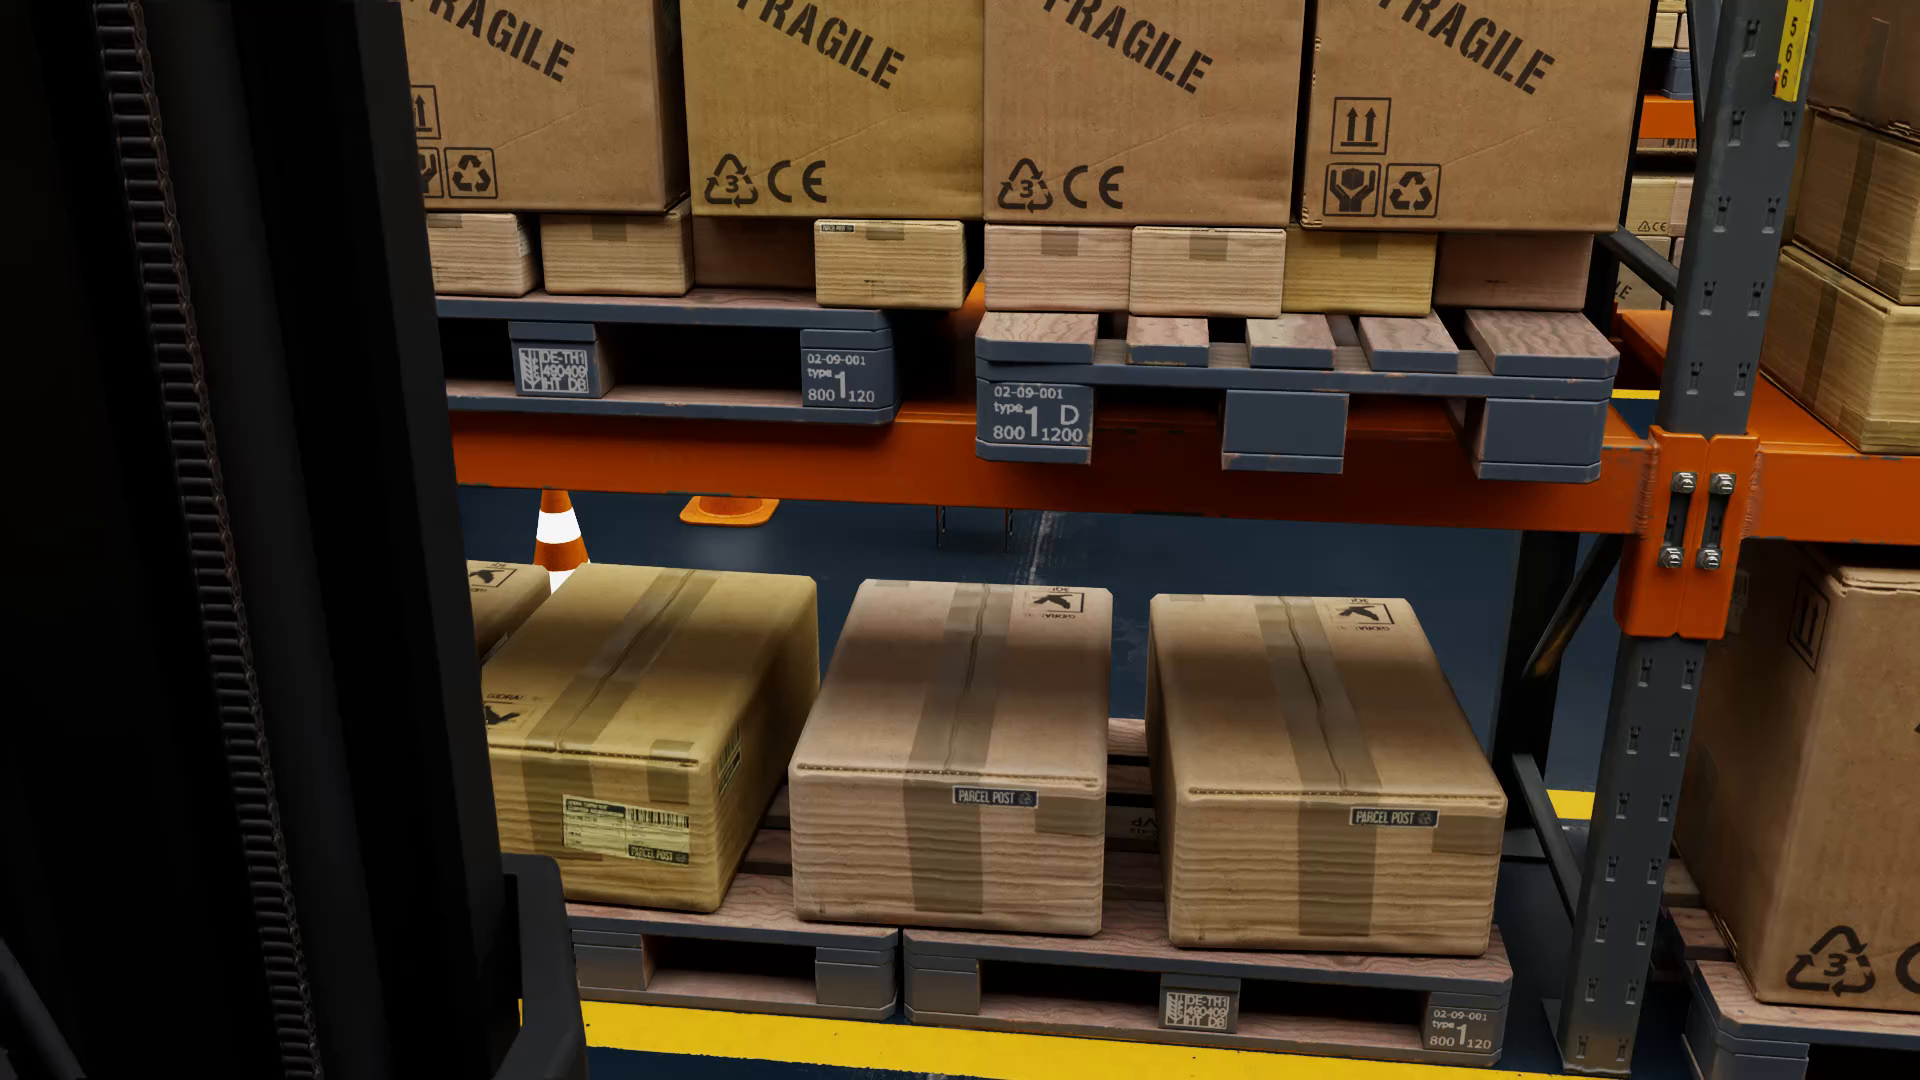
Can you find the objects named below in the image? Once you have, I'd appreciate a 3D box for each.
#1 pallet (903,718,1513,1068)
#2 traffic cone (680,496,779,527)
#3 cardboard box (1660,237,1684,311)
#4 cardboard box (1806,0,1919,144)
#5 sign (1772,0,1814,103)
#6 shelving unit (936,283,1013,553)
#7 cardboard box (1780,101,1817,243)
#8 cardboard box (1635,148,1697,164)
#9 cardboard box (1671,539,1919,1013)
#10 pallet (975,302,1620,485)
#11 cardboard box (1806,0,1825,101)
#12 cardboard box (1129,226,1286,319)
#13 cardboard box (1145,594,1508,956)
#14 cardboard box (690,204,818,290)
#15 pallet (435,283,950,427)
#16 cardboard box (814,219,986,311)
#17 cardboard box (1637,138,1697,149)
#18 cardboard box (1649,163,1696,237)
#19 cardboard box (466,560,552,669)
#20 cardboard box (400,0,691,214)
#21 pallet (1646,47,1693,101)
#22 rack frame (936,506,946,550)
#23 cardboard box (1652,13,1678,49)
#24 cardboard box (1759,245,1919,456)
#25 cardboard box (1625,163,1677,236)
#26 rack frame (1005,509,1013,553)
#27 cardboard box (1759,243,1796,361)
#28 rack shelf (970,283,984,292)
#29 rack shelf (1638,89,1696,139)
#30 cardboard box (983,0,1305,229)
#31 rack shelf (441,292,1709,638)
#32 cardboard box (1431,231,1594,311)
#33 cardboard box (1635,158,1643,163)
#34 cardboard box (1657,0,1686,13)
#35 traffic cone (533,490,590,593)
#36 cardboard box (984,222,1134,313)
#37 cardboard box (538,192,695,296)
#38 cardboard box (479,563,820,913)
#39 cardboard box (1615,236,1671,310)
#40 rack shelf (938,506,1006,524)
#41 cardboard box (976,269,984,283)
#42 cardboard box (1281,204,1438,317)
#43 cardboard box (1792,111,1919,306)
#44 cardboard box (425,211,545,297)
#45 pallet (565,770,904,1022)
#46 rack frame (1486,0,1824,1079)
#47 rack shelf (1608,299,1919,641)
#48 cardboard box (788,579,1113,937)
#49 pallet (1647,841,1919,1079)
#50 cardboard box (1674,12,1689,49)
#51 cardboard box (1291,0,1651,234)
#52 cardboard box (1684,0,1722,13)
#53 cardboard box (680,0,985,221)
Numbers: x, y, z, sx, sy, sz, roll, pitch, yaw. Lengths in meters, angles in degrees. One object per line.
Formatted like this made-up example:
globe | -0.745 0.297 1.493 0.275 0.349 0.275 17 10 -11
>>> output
pallet | 0.535 0.740 3.780 1.213 0.211 1.003 2 22 6
traffic cone | -0.859 -0.325 6.133 0.334 0.463 0.336 2 22 6
cardboard box | 3.476 -1.202 7.728 0.500 0.500 0.500 2 22 5
cardboard box | 1.772 -0.923 2.698 0.500 0.500 0.500 2 22 5
sign | 1.257 -0.825 2.480 0.005 0.325 0.100 2 22 6
shelving unit | 0.053 -0.486 5.741 0.252 1.050 0.215 2 22 6
cardboard box | 1.822 -0.756 3.297 0.500 0.250 0.500 2 22 6
cardboard box | 3.509 -1.736 8.059 0.500 0.250 0.500 3 22 8
cardboard box | 1.987 0.331 3.341 0.875 0.875 0.875 2 22 6
pallet | 0.591 -0.425 3.195 1.003 0.211 1.213 2 22 6
cardboard box | 1.855 -1.107 3.163 0.500 0.500 0.500 2 22 5
cardboard box | 0.428 -0.508 2.916 0.250 0.149 0.380 2 22 6
cardboard box | 0.751 0.477 3.657 0.625 0.372 0.950 1 22 3
cardboard box | -0.331 -0.586 3.112 0.250 0.149 0.380 3 22 7
pallet | -0.660 -0.503 3.394 1.213 0.211 1.003 2 22 6
cardboard box | -0.096 -0.529 2.969 0.250 0.149 0.380 3 22 7
cardboard box | 4.924 -3.233 12.356 0.875 0.875 1.225 2 22 4
cardboard box | 3.443 -1.549 7.587 0.500 0.250 0.500 3 22 7
cardboard box | -1.426 0.383 3.893 0.625 0.372 0.950 4 22 10
cardboard box | -0.731 -0.884 2.984 0.500 0.500 0.500 2 22 4
pallet | 3.764 -2.174 7.619 1.213 0.211 1.003 2 22 6
rack frame | -0.068 -0.491 5.754 0.008 1.050 0.200 2 22 6
cardboard box | 3.016 -2.285 7.409 0.250 0.149 0.380 3 22 9
cardboard box | 1.767 -0.339 2.922 0.500 0.250 0.500 2 22 5
cardboard box | 2.953 -1.575 7.653 0.500 0.250 0.500 2 22 6
rack frame | 0.174 -0.481 5.728 0.008 1.050 0.200 2 22 6
cardboard box | 1.844 -0.525 3.392 0.500 0.250 0.500 2 22 4
rack shelf | 0.053 -0.740 5.641 0.240 0.259 0.215 2 22 6
rack shelf | 3.779 -1.912 7.676 4.000 0.370 1.077 2 22 6
cardboard box | 0.312 -0.839 2.869 0.500 0.500 0.500 2 22 5
rack shelf | -0.675 -0.274 3.531 4.000 0.370 1.077 2 22 6
cardboard box | 0.958 -0.529 2.968 0.250 0.149 0.380 3 22 8
cardboard box | 3.006 -1.763 8.129 0.500 0.250 0.500 3 22 7
cardboard box | 3.035 -2.424 7.357 0.250 0.149 0.380 3 22 7
traffic cone | -1.265 0.027 5.241 0.334 0.463 0.336 2 22 6
cardboard box | 0.179 -0.522 2.951 0.250 0.149 0.380 1 22 4
cardboard box | -0.590 -0.567 3.064 0.250 0.149 0.380 2 22 5
cardboard box | -0.735 0.413 3.819 0.625 0.372 0.950 3 22 8
cardboard box | 2.965 -1.222 7.780 0.500 0.500 0.500 3 22 7
rack shelf | 0.053 -0.218 5.847 0.240 0.259 0.215 2 22 6
cardboard box | 0.331 -1.578 8.341 0.750 0.750 1.050 3 22 7
cardboard box | 0.683 -0.514 2.930 0.250 0.149 0.380 3 22 7
cardboard box | 1.785 -0.573 2.832 0.500 0.250 0.500 2 22 6
cardboard box | -0.858 -0.568 3.066 0.250 0.149 0.380 3 22 8
pallet | -0.673 0.687 3.916 1.213 0.211 1.003 2 22 6
rack frame | 1.311 -0.522 3.180 0.127 3.000 1.000 2 22 6
rack shelf | 3.297 -0.101 3.094 4.000 0.370 1.077 2 22 6
cardboard box | 0.017 0.448 3.730 0.625 0.372 0.950 2 22 5
pallet | 2.085 0.836 3.537 1.213 0.211 1.003 2 22 6
cardboard box | 3.281 -2.274 7.383 0.250 0.149 0.380 3 22 8
cardboard box | 0.827 -0.820 2.823 0.500 0.500 0.500 2 22 5
cardboard box | 3.282 -2.413 7.329 0.250 0.149 0.380 3 22 6
cardboard box | -0.189 -0.860 2.923 0.500 0.500 0.500 1 22 3
